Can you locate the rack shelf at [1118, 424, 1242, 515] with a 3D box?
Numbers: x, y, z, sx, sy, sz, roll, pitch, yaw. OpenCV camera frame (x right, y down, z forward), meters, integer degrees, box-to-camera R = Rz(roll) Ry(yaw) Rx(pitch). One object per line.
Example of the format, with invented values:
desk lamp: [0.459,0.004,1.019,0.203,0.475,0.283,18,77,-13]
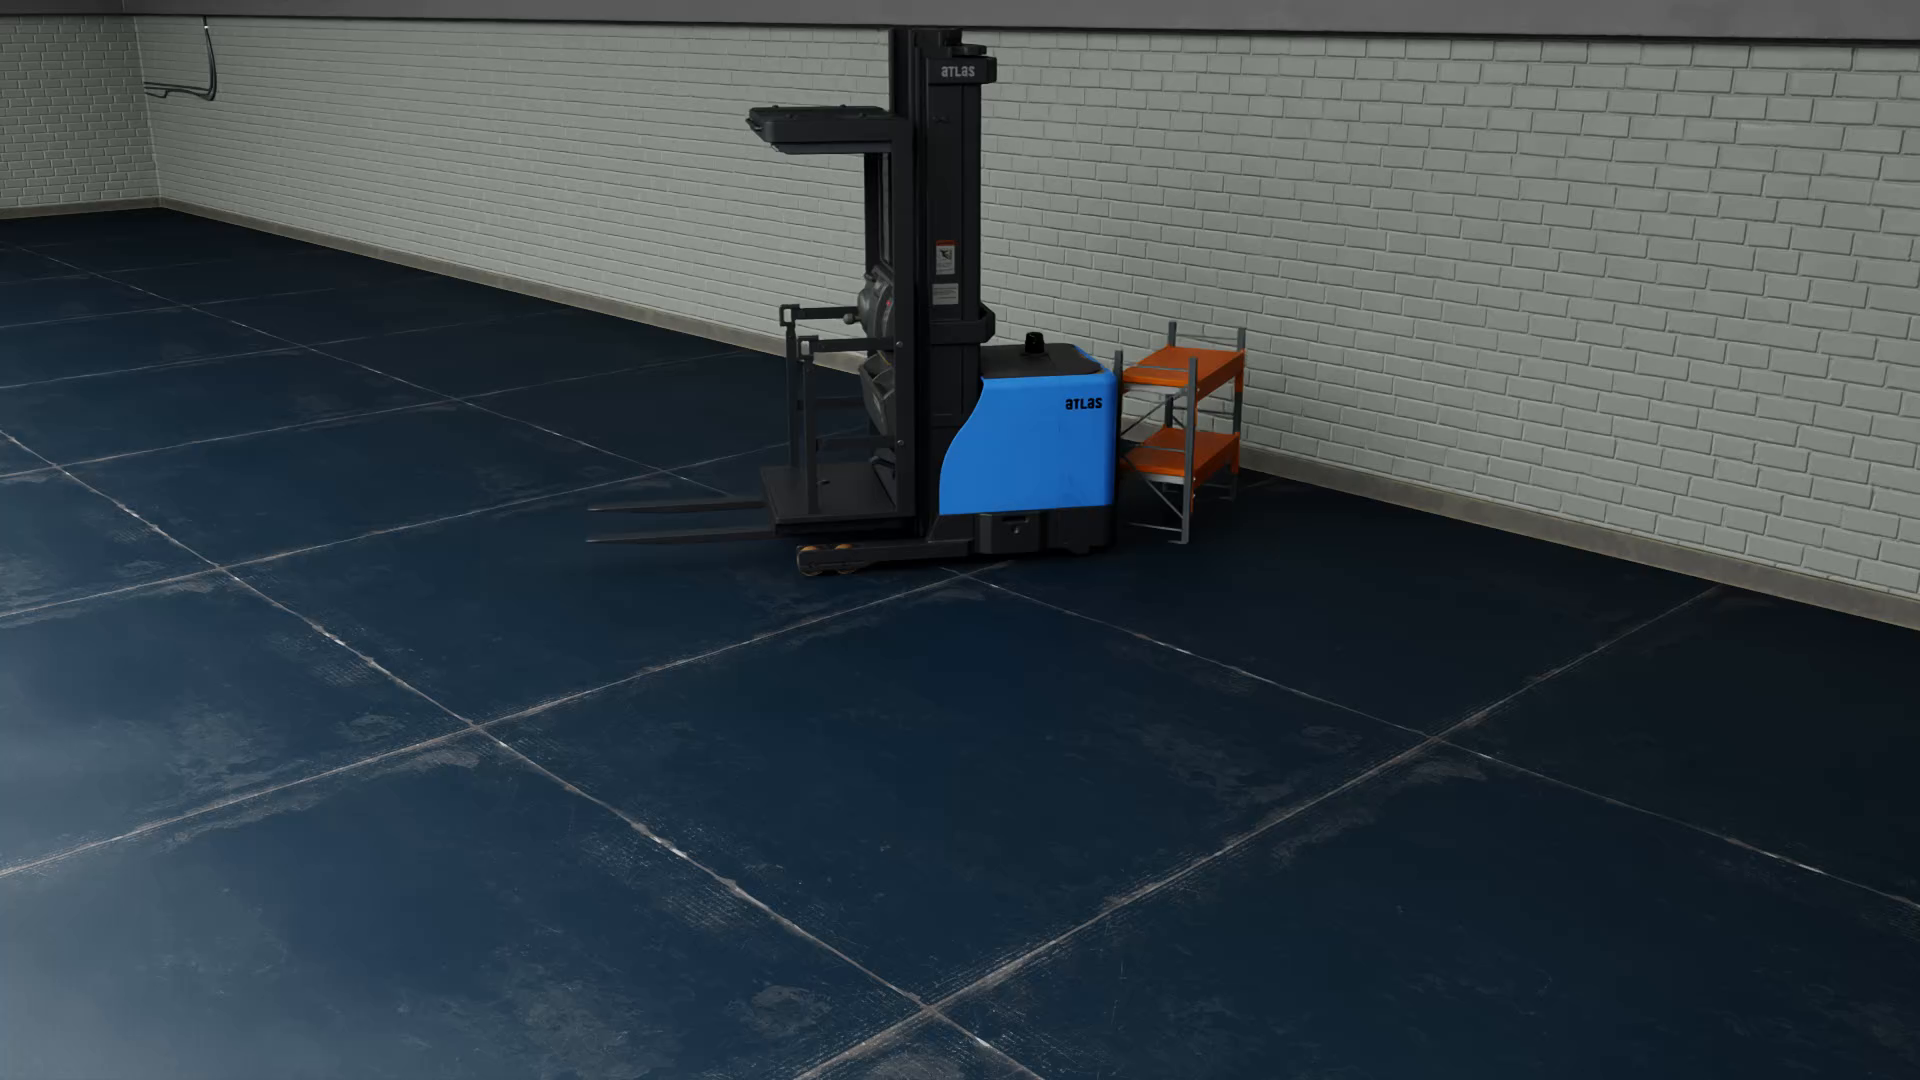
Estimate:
rack shelf: [1.352,-0.455,10.356,0.538,0.278,1.000,8,20,24]

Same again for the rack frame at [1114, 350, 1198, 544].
rack frame: [1.139,-0.545,9.842,0.500,1.125,0.032,8,20,24]

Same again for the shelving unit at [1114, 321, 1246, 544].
shelving unit: [1.352,-0.687,10.281,0.538,1.125,1.048,8,20,24]

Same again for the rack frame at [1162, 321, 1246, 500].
rack frame: [1.566,-0.830,10.720,0.500,1.125,0.032,8,20,24]

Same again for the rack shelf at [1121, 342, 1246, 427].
rack shelf: [1.352,-0.966,10.191,0.538,0.278,1.000,8,20,24]

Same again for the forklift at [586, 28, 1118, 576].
forklift: [-0.658,-1.367,9.450,3.031,2.935,1.130,-3,18,-11]

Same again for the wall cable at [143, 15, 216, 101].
wall cable: [-11.579,-7.710,24.210,0.112,2.526,3.097,-16,24,-41]
